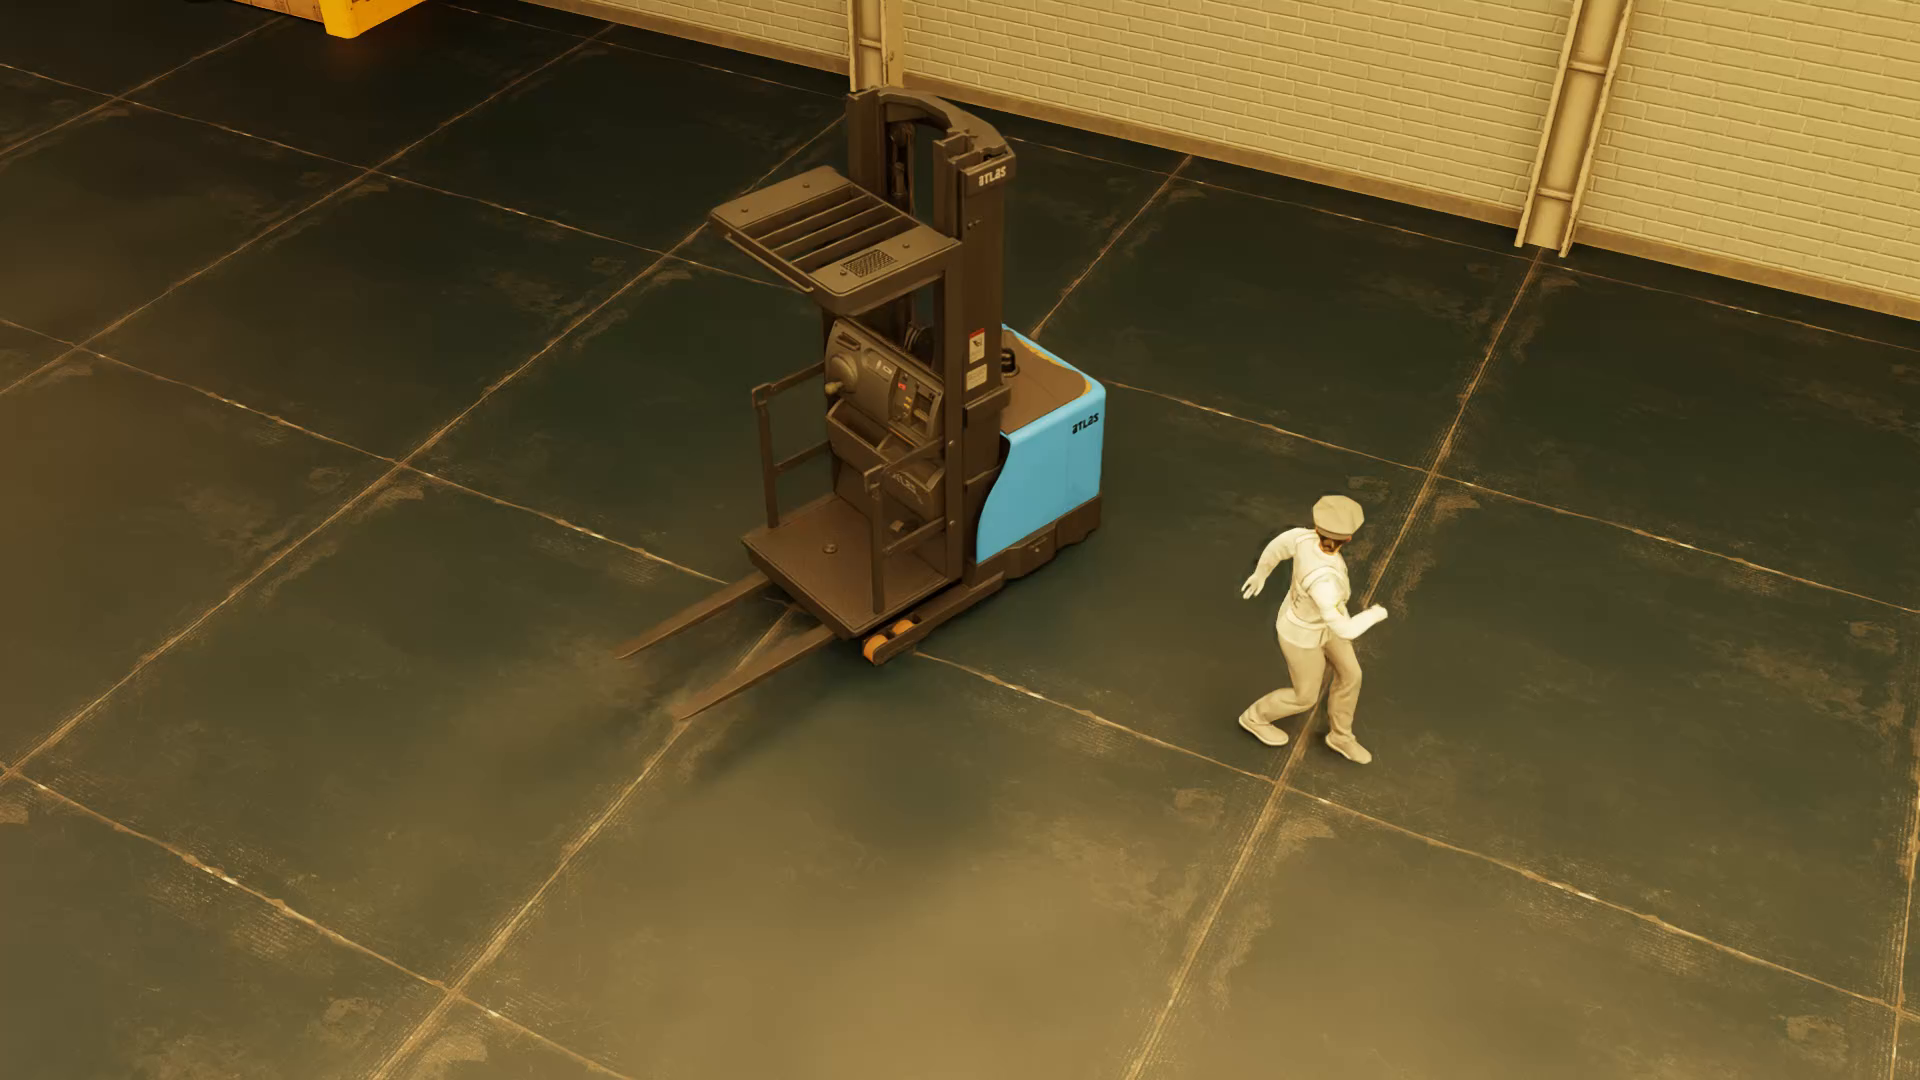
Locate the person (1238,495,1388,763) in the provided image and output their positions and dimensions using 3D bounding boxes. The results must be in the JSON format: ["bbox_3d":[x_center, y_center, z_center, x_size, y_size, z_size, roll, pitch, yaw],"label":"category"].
[{"bbox_3d":[1.815,0.475,8.493,0.850,1.644,0.527,13,42,15],"label":"person"}]

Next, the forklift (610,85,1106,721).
[{"bbox_3d":[-0.574,-0.800,8.937,3.031,2.935,1.130,-29,48,-30],"label":"forklift"}]
